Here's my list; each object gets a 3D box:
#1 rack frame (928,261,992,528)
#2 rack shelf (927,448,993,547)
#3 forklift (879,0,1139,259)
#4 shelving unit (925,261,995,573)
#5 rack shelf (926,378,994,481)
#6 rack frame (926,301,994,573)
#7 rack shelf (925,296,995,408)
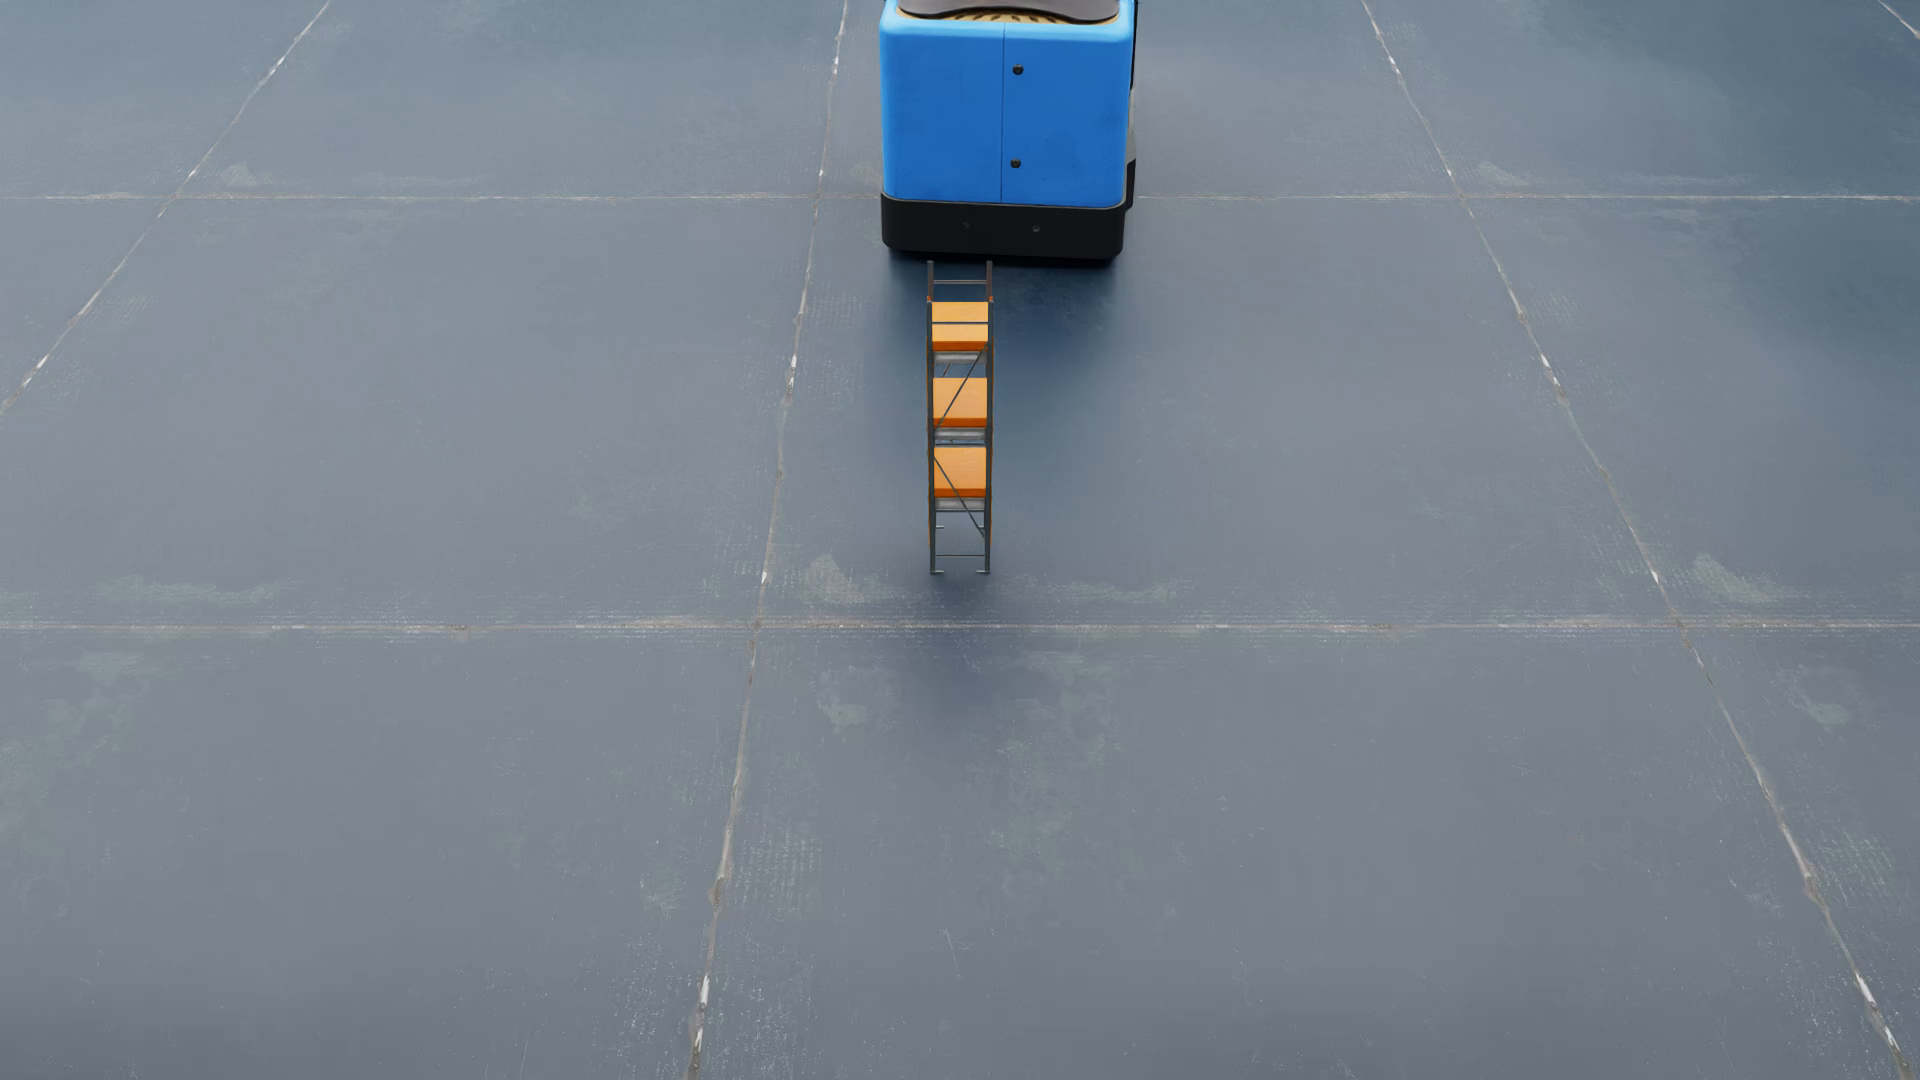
[{"bbox_3d":[0.000,-0.453,5.475,0.200,1.050,0.008,0,39,0],"label":"rack frame"},{"bbox_3d":[0.000,-0.151,5.560,0.215,0.259,0.240,0,39,0],"label":"rack shelf"},{"bbox_3d":[0.311,-3.259,7.473,1.130,2.935,3.031,3,39,4],"label":"forklift"},{"bbox_3d":[0.000,-0.376,5.380,0.215,1.050,0.252,0,39,0],"label":"shelving unit"},{"bbox_3d":[0.000,-0.368,5.387,0.215,0.259,0.240,0,39,0],"label":"rack shelf"},{"bbox_3d":[0.000,-0.300,5.285,0.200,1.050,0.008,0,39,0],"label":"rack frame"},{"bbox_3d":[0.000,-0.589,5.209,0.215,0.259,0.240,0,39,0],"label":"rack shelf"}]
